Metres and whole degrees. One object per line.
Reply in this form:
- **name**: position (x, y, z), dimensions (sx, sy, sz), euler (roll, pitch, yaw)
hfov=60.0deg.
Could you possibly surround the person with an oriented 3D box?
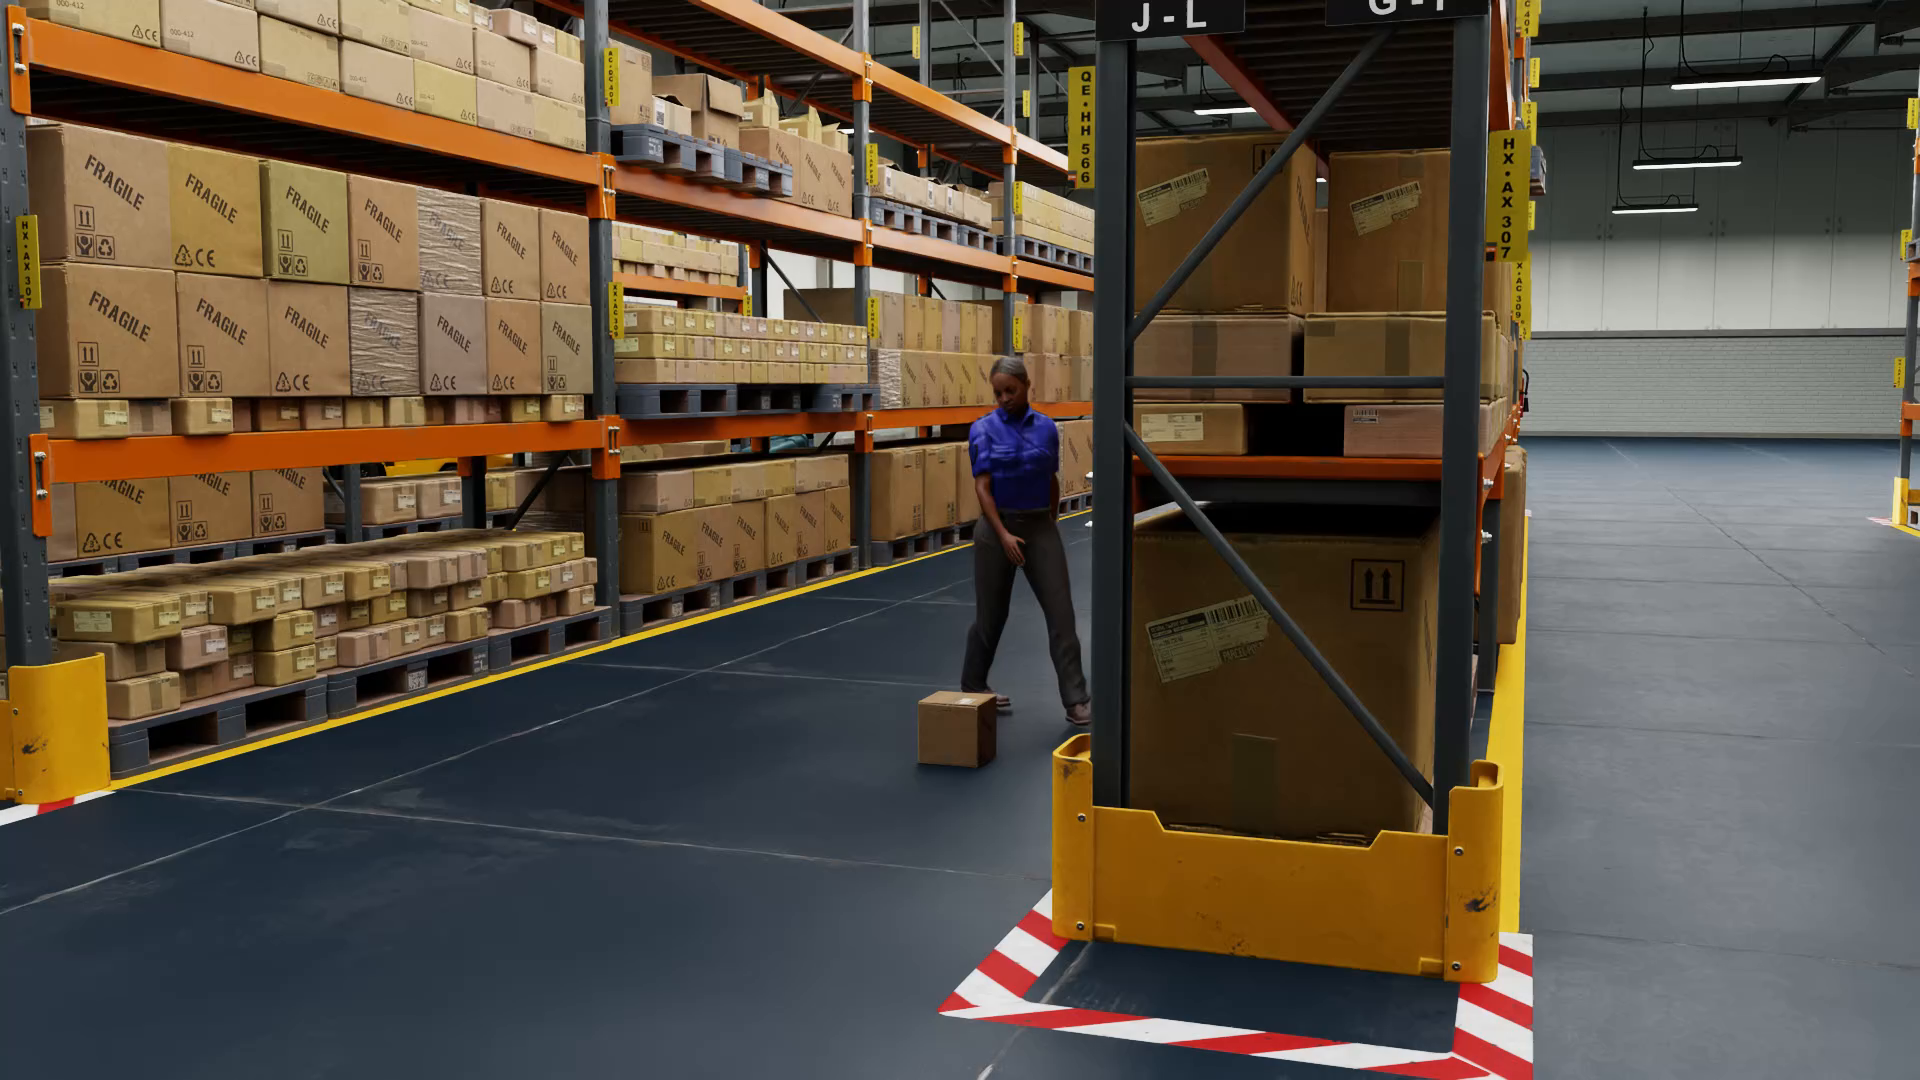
- **person**: position (0.291, -0.005, 7.392), dimensions (0.512, 1.607, 0.798), euler (-1, 6, -15)
